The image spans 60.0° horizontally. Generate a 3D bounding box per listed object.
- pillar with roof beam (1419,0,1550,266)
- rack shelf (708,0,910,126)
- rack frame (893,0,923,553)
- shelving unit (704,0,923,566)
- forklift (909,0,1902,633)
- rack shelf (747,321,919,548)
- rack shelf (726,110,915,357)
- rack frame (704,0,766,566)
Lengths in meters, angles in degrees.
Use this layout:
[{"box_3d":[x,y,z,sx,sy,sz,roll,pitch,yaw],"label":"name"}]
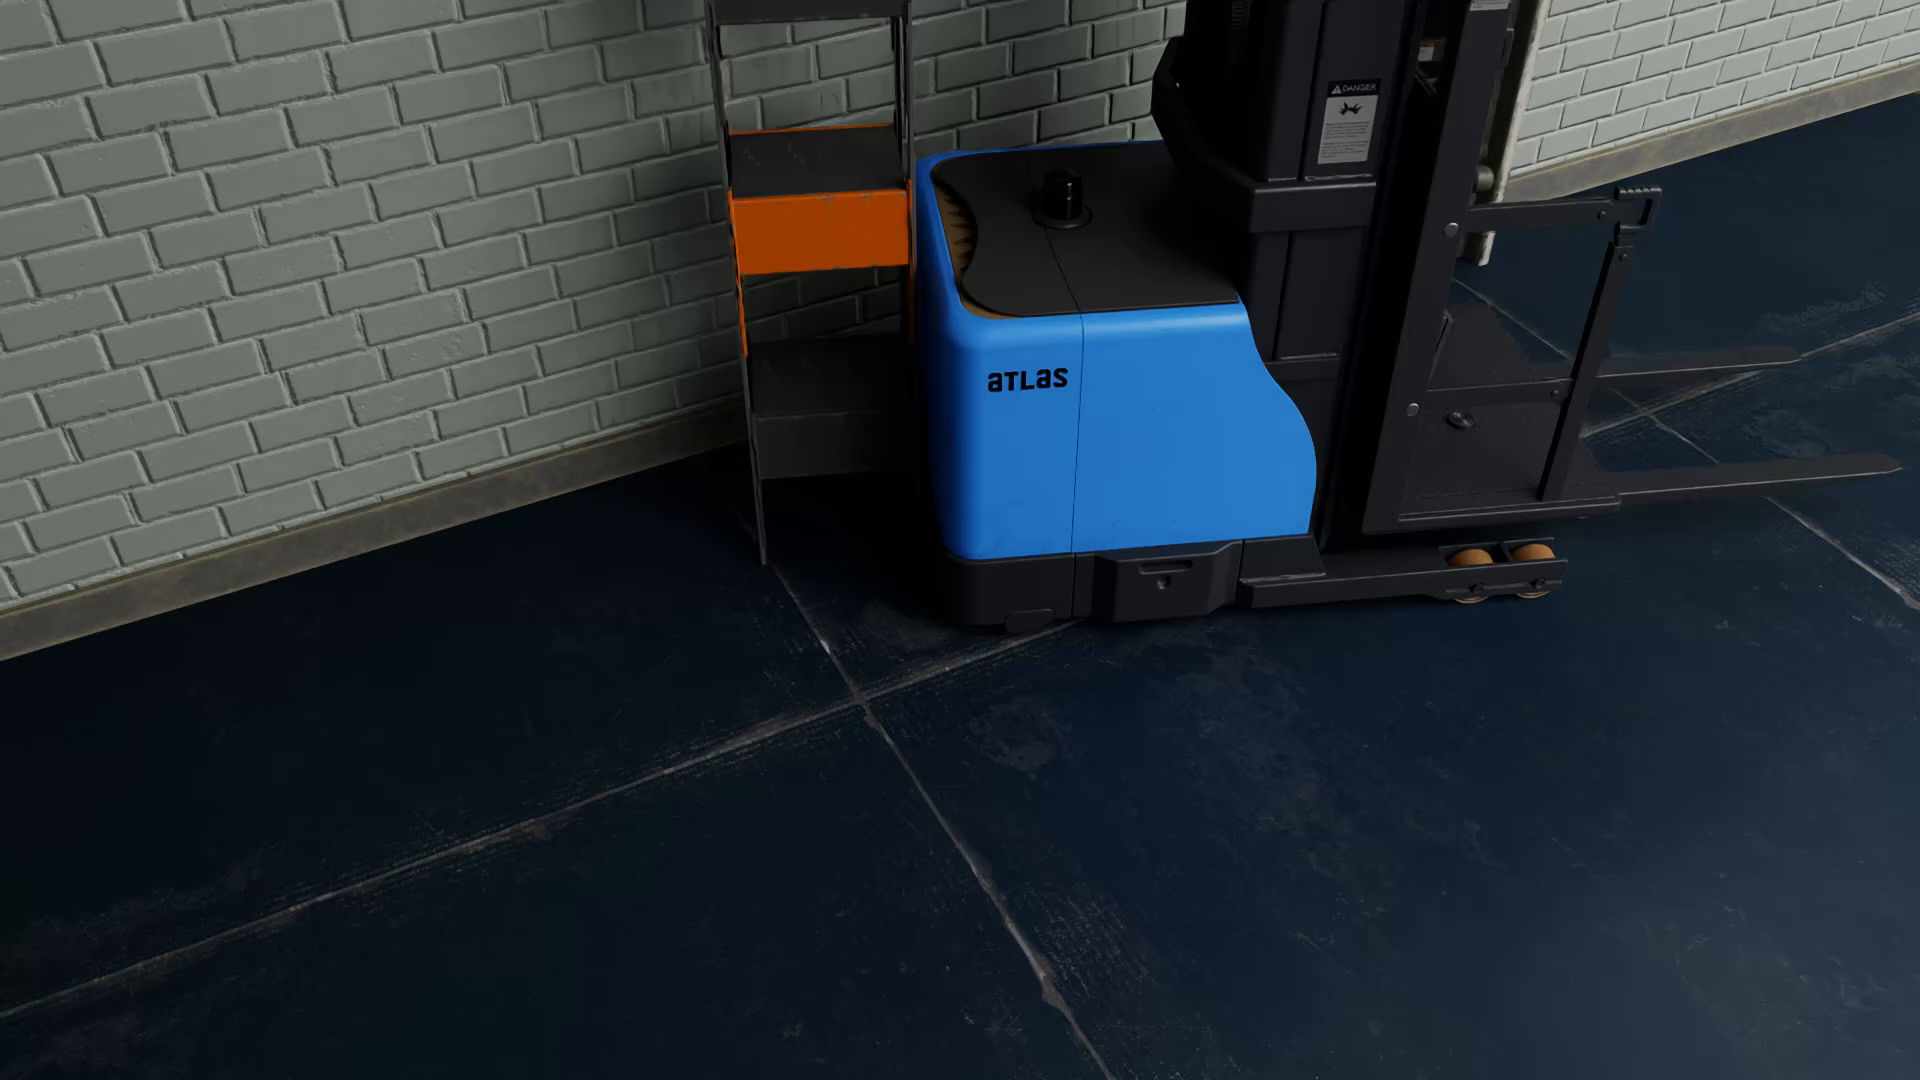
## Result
[{"box_3d":[3.824,-2.087,0.750,0.400,9.000,9.100,-19,44,-21],"label":"pillar with roof beam"},{"box_3d":[-0.391,-1.394,4.209,0.480,0.518,0.431,-5,40,-5],"label":"rack shelf"},{"box_3d":[-0.149,-0.889,4.675,0.015,2.100,0.400,-5,40,-5],"label":"rack frame"},{"box_3d":[-0.391,-0.870,4.652,0.503,2.100,0.431,-5,40,-5],"label":"shelving unit"},{"box_3d":[1.388,-1.263,4.474,3.031,2.935,1.130,-5,40,-5],"label":"forklift"},{"box_3d":[-0.391,-0.325,5.113,0.480,0.518,0.431,-5,40,-5],"label":"rack shelf"},{"box_3d":[-0.391,-0.859,4.661,0.480,0.518,0.431,-5,40,-5],"label":"rack shelf"},{"box_3d":[-0.633,-0.850,4.629,0.015,2.100,0.400,-5,40,-5],"label":"rack frame"}]
